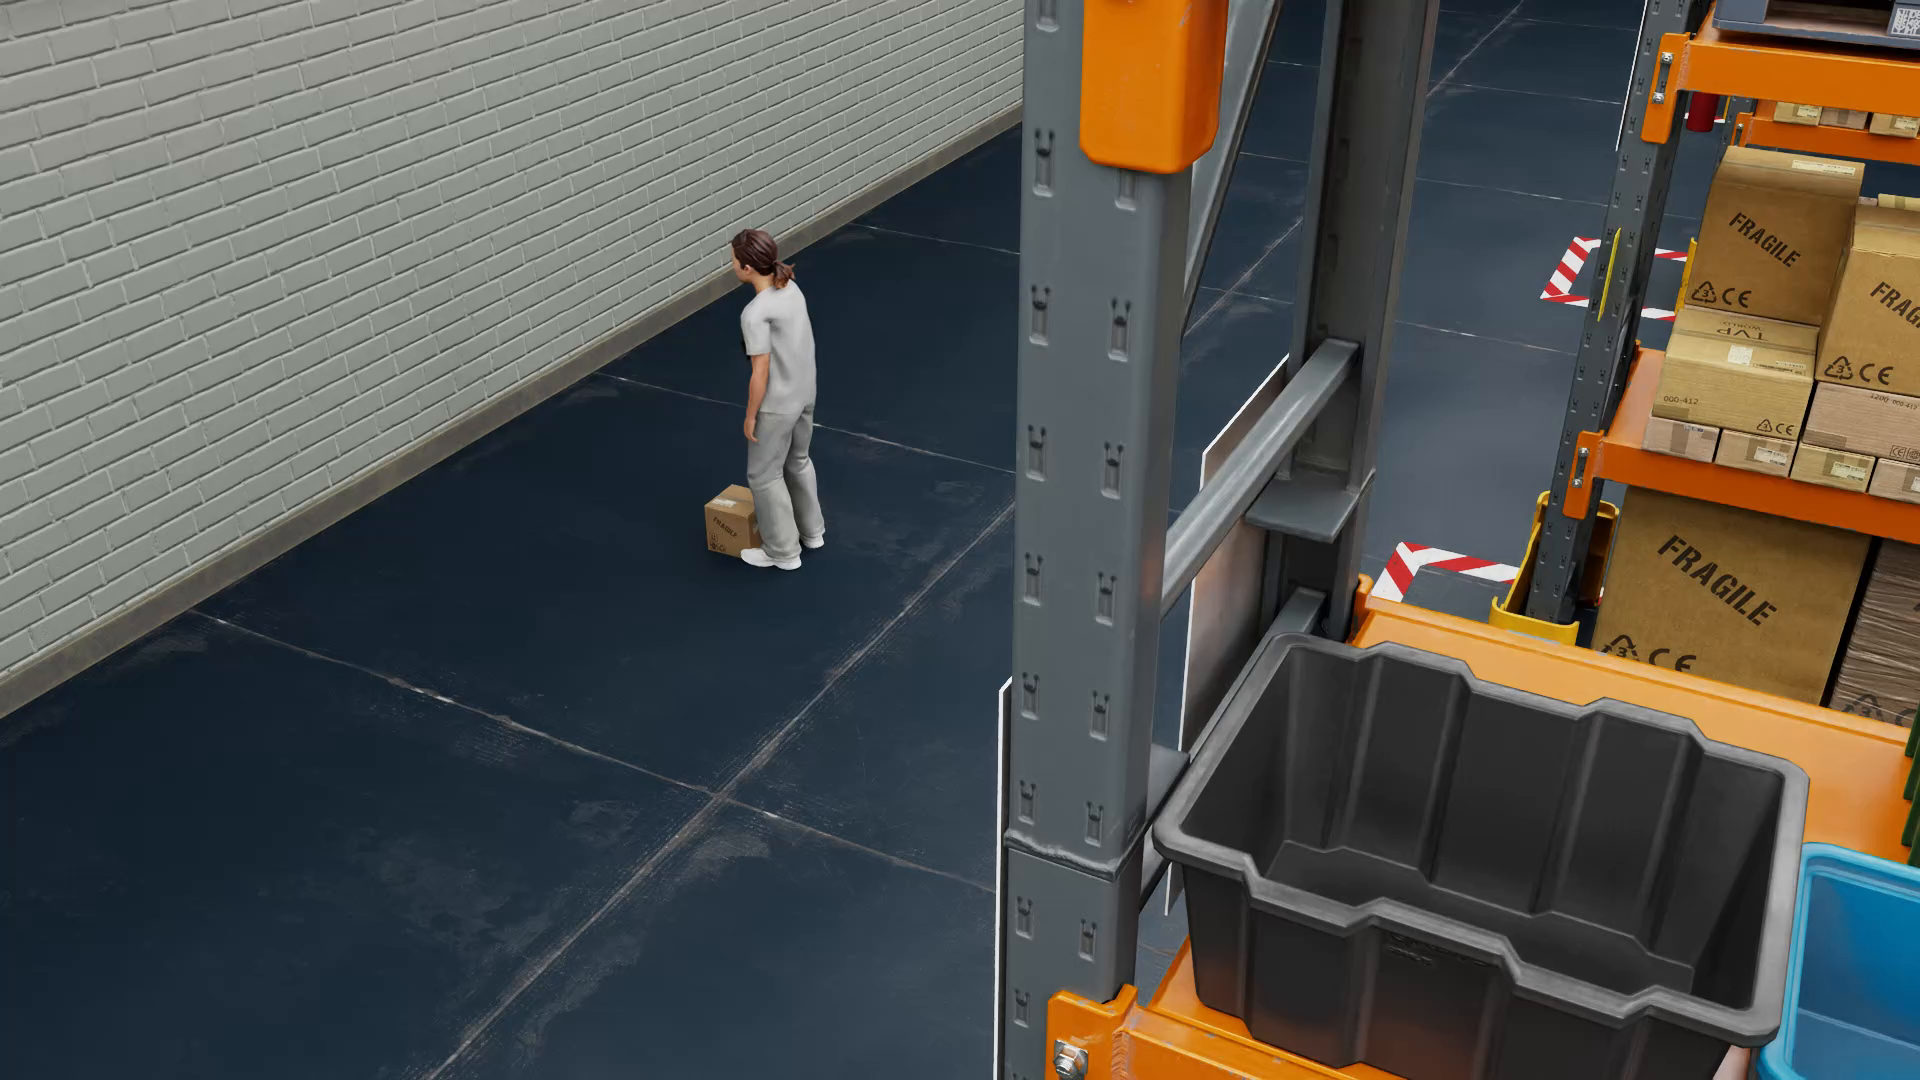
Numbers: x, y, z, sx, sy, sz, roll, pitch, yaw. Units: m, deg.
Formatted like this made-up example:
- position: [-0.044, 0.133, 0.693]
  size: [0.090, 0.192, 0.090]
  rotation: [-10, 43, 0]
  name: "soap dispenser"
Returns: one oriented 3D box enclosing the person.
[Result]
- position: [-0.856, -0.648, 7.748]
  size: [0.364, 1.671, 0.514]
  rotation: [12, 32, 20]
  name: "person"
